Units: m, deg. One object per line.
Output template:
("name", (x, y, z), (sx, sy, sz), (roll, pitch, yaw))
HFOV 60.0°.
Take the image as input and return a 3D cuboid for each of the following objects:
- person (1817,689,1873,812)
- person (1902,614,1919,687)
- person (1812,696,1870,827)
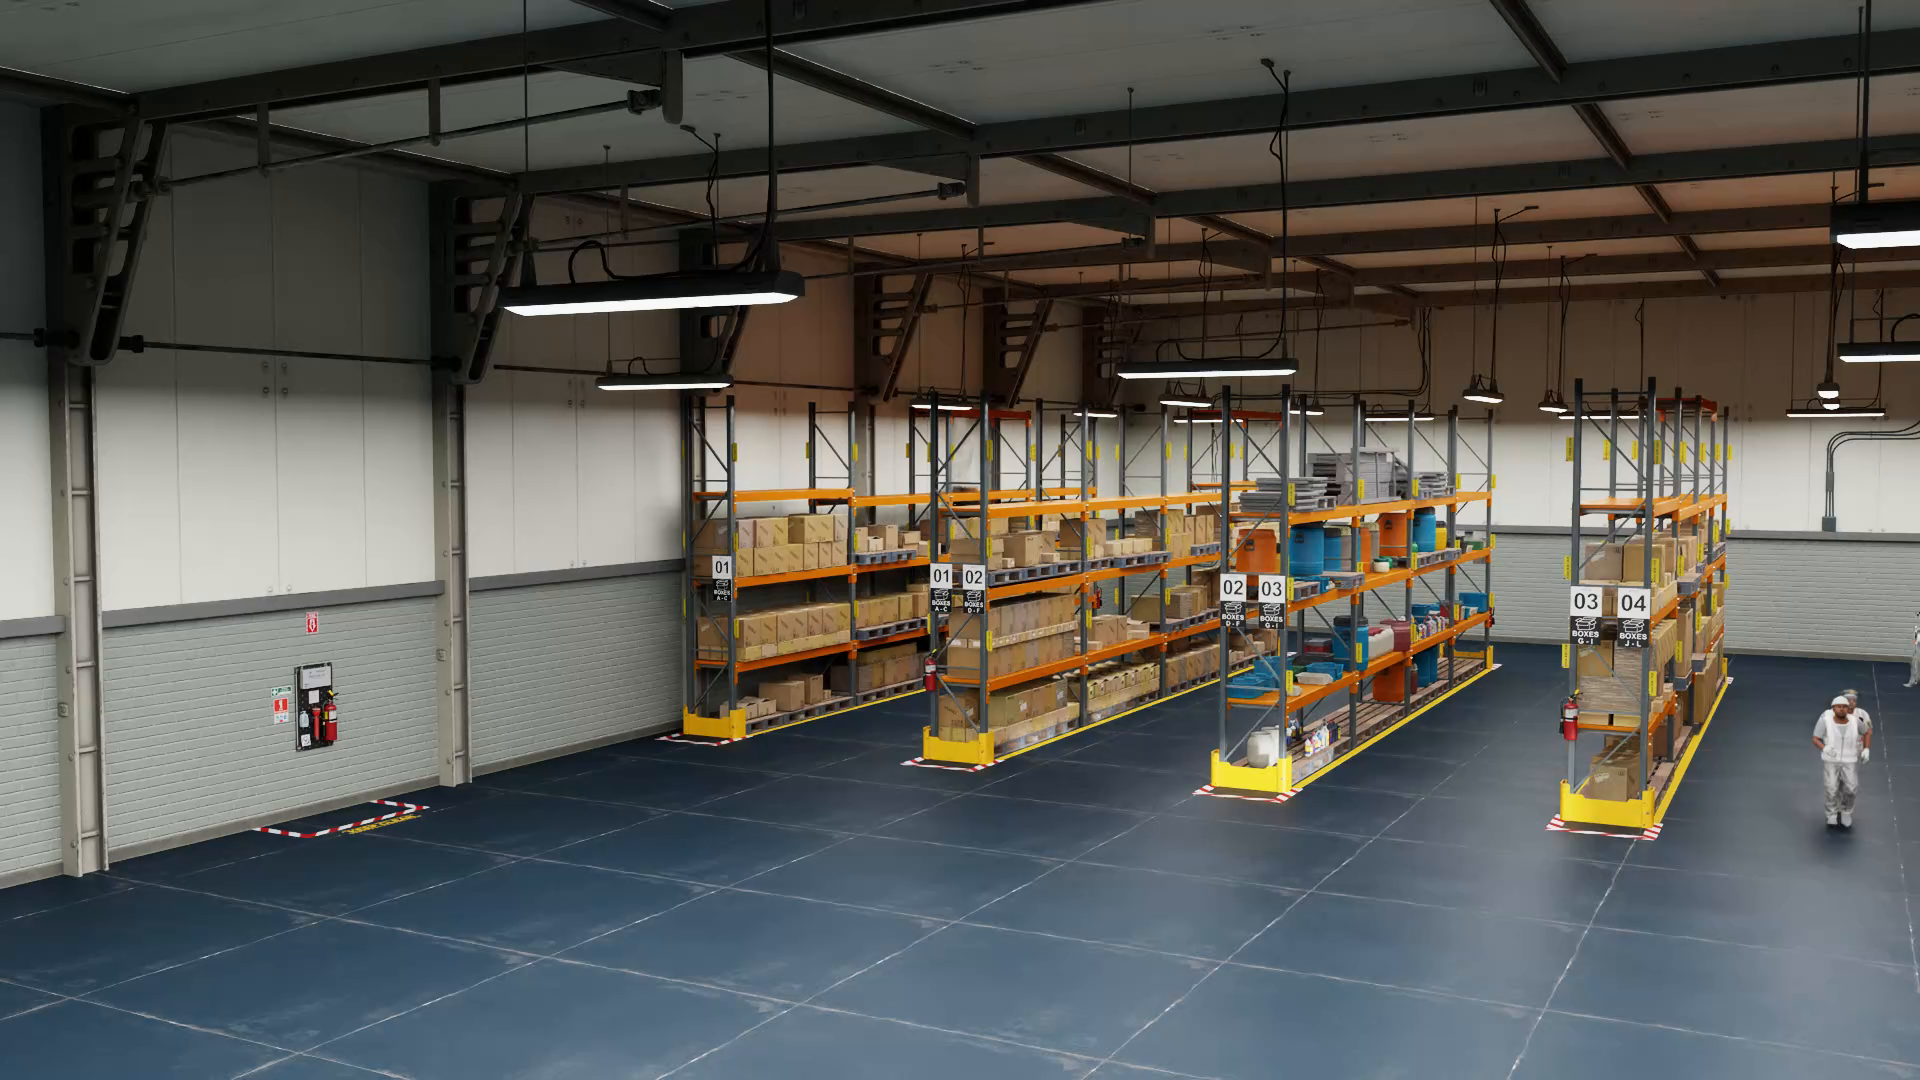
("person", (12.215, 2.915, 22.910), (0.654, 1.749, 0.700), (1, 3, 12))
("person", (20.498, 2.332, 35.275), (0.808, 1.647, 0.696), (1, 3, 20))
("person", (11.711, 2.957, 22.073), (0.721, 1.759, 0.638), (1, 3, 19))
